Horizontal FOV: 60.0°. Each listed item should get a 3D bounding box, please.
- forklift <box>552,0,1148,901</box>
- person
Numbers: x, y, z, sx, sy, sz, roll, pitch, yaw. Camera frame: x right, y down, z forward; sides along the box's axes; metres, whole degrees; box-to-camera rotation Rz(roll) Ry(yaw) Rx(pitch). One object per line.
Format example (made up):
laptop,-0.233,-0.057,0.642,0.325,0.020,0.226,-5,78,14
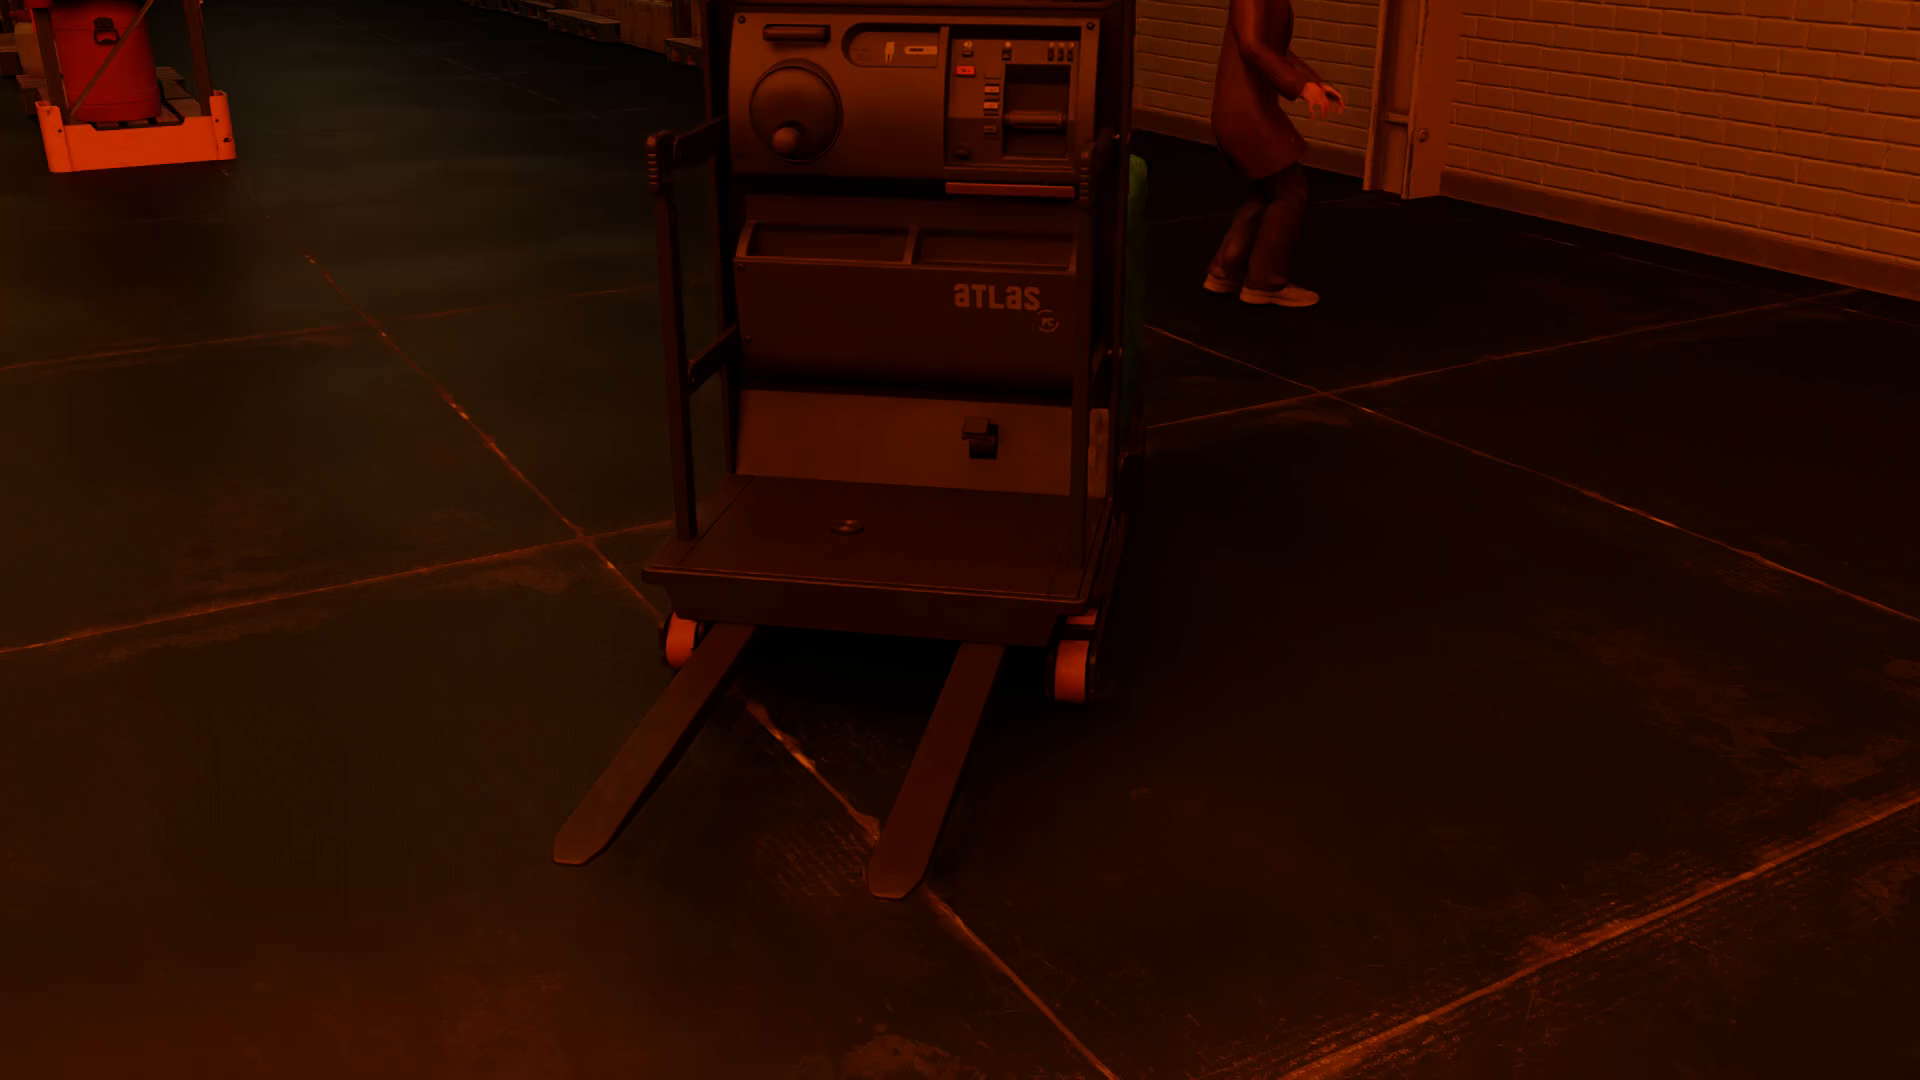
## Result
forklift,-0.156,-1.095,3.942,1.130,2.935,3.031,4,23,10
person,1.471,-1.912,7.600,0.644,1.736,0.829,2,22,5
